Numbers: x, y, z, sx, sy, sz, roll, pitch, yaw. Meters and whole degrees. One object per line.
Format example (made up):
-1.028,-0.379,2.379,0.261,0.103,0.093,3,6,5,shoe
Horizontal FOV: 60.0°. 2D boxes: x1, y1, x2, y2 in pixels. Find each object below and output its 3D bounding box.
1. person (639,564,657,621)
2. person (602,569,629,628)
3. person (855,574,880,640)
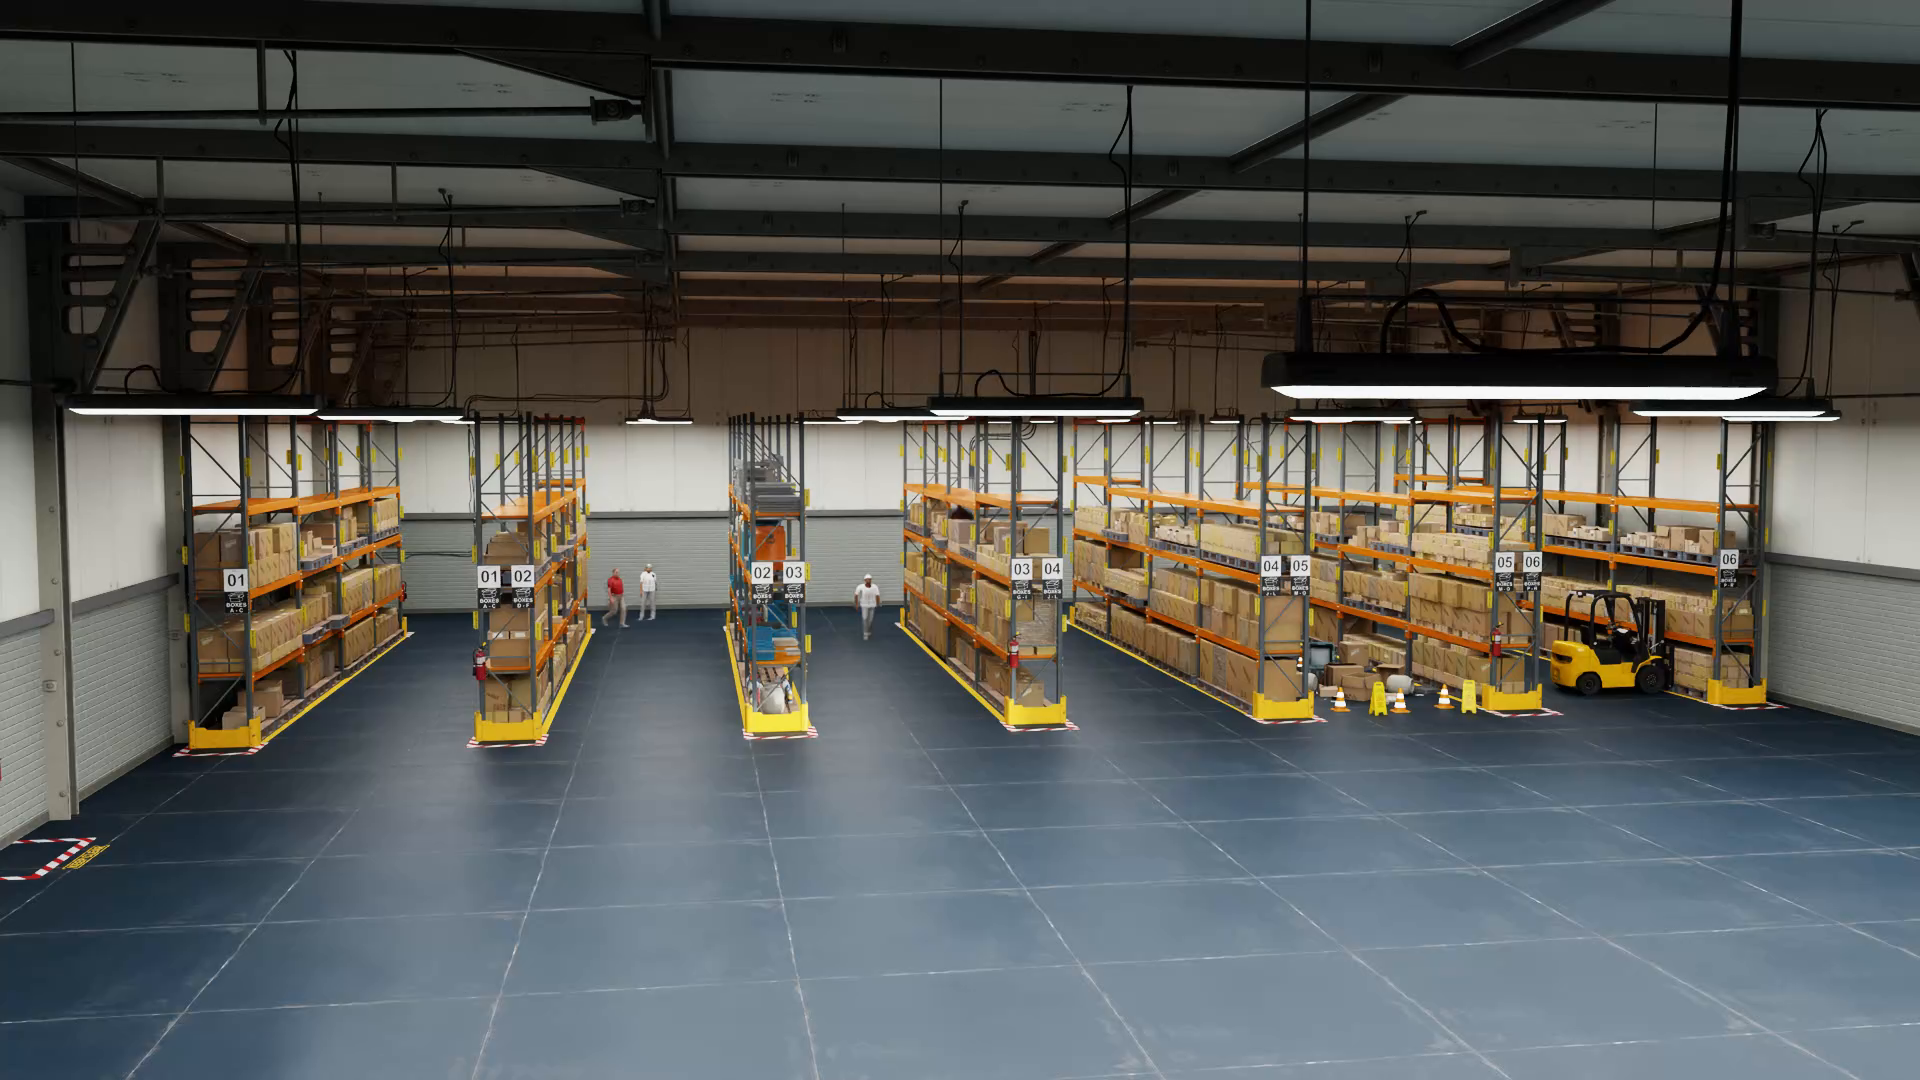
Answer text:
-9.265,1.538,49.322,0.536,1.675,0.387,-1,4,-13,person
-9.793,1.653,47.280,0.729,1.689,0.615,3,5,34,person
-2.506,1.815,45.073,0.661,1.768,0.953,-1,4,-8,person
